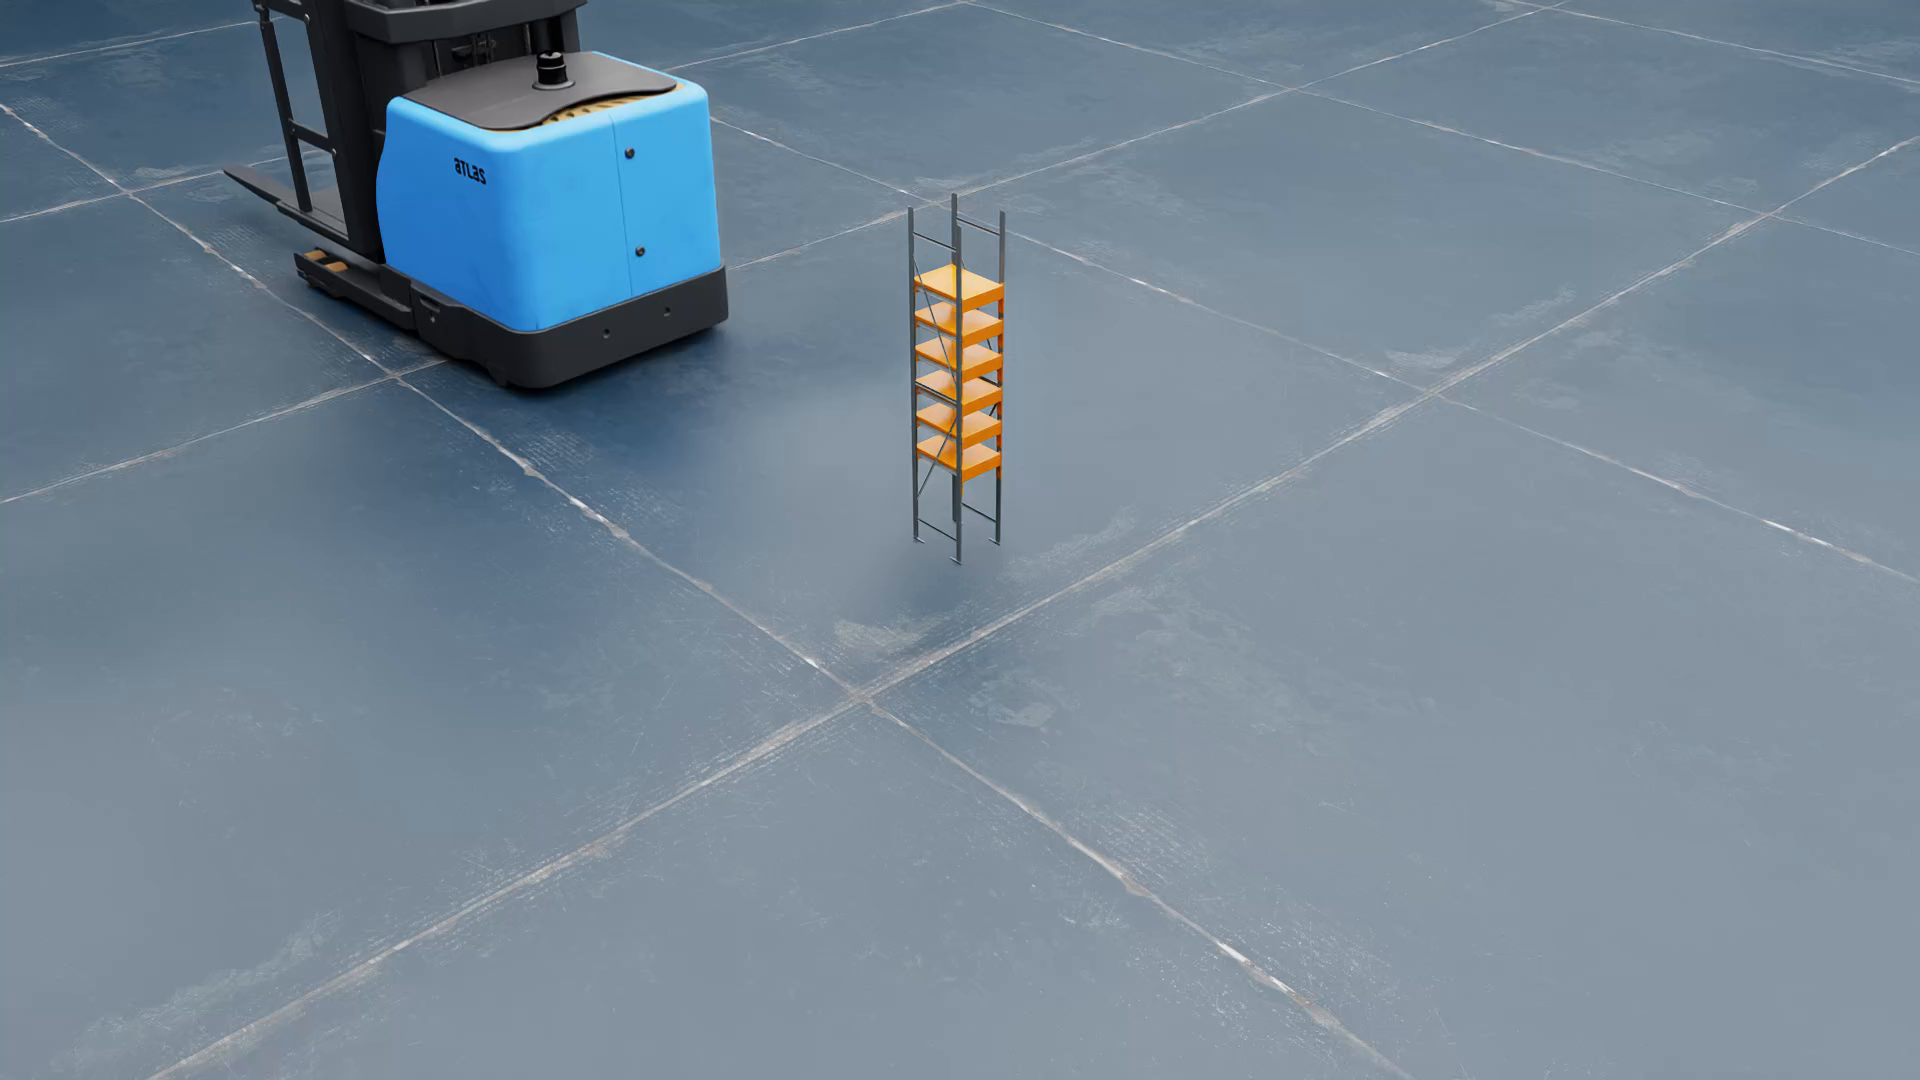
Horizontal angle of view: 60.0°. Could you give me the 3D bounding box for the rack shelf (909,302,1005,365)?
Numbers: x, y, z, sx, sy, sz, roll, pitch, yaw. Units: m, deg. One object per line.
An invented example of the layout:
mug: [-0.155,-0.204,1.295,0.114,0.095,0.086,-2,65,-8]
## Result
rack shelf: [-0.011,-0.674,5.327,0.180,0.103,0.258,-26,40,-35]

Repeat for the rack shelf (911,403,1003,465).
rack shelf: [-0.011,-0.366,5.514,0.180,0.103,0.258,-26,40,-35]

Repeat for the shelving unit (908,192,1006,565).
shelving unit: [-0.011,-0.507,5.429,0.189,1.200,0.258,-26,40,-35]

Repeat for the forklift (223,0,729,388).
forklift: [-2.407,-2.514,7.051,3.031,2.935,1.130,27,40,37]

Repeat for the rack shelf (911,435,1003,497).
rack shelf: [-0.011,-0.264,5.577,0.180,0.103,0.258,-26,40,-35]

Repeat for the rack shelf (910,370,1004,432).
rack shelf: [-0.011,-0.469,5.452,0.180,0.103,0.258,-26,40,-35]

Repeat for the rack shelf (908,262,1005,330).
rack shelf: [-0.011,-0.776,5.264,0.180,0.103,0.258,-26,40,-35]

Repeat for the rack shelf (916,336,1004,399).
rack shelf: [-0.011,-0.571,5.389,0.180,0.103,0.258,-26,40,-35]

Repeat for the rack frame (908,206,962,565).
rack frame: [-0.078,-0.474,5.376,0.006,1.200,0.240,-26,40,-35]

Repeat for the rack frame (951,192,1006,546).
rack frame: [0.056,-0.539,5.482,0.006,1.200,0.240,-26,40,-35]
